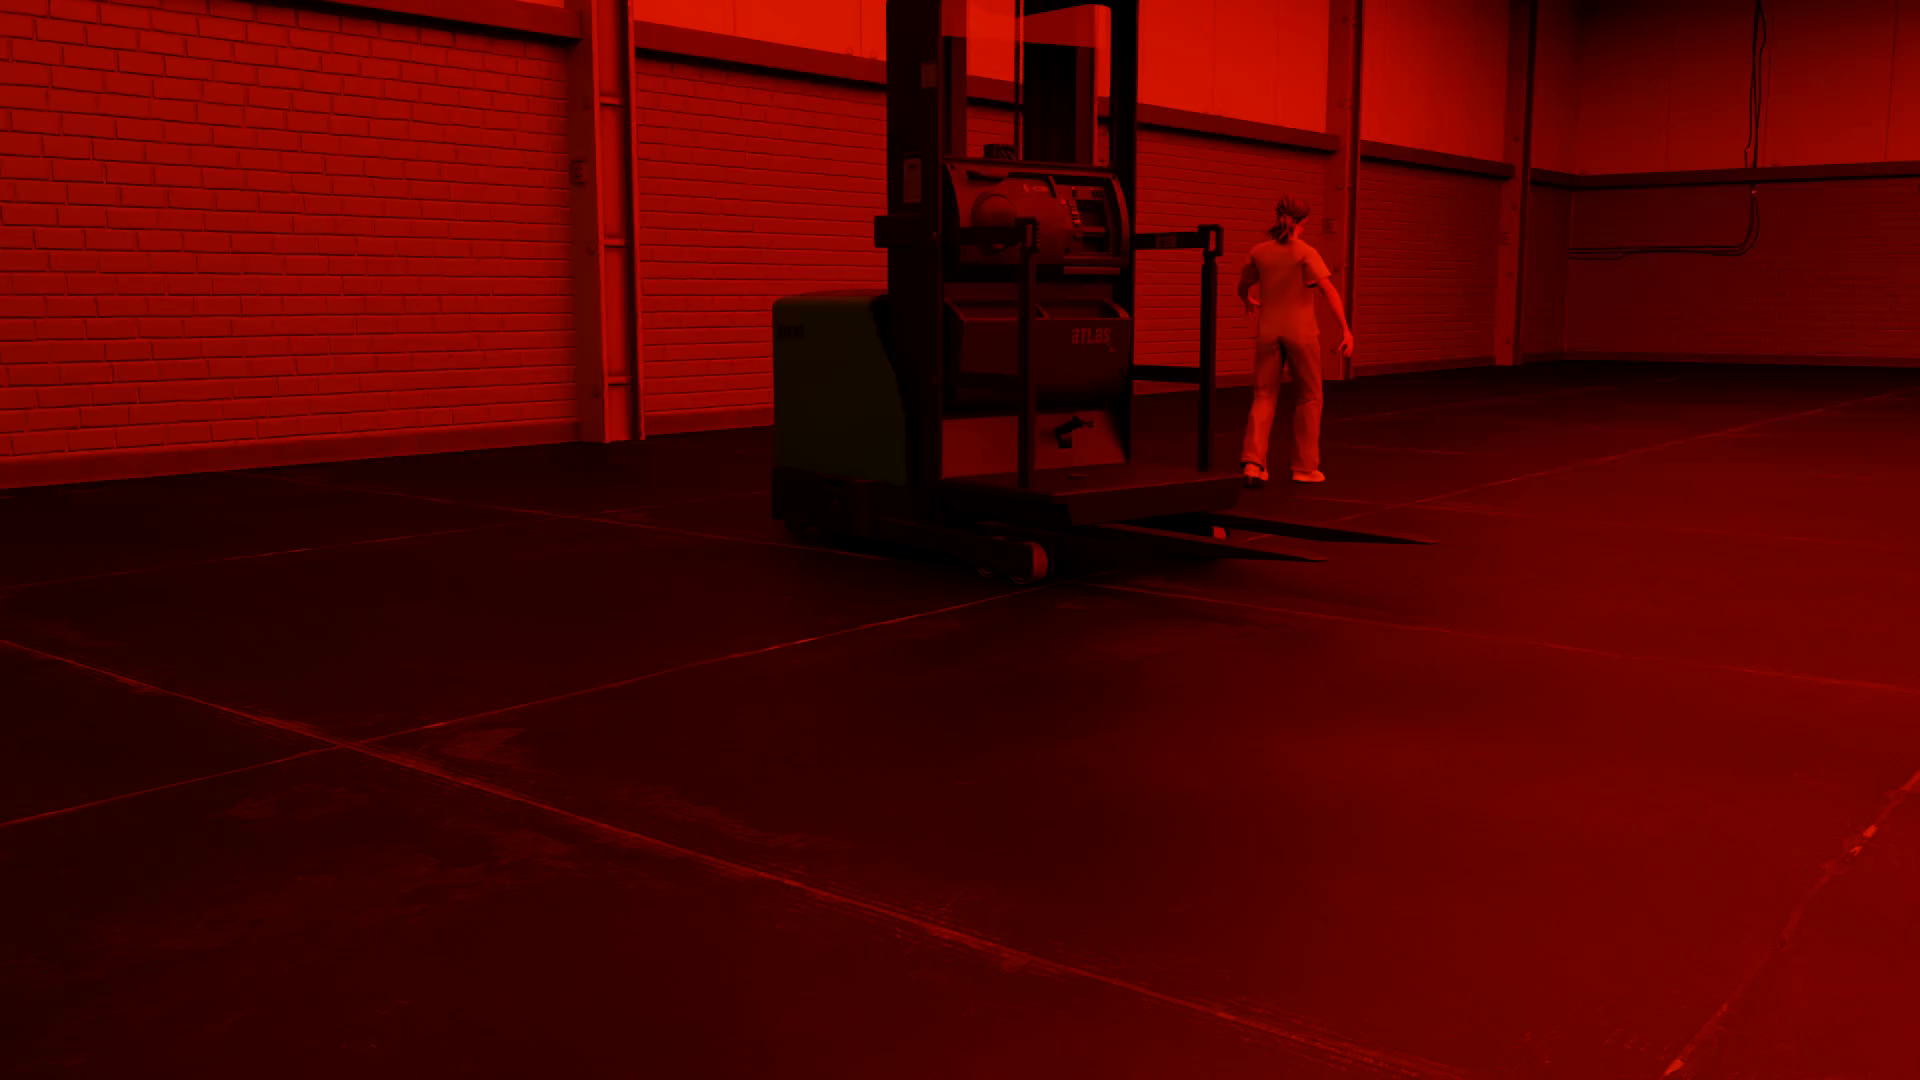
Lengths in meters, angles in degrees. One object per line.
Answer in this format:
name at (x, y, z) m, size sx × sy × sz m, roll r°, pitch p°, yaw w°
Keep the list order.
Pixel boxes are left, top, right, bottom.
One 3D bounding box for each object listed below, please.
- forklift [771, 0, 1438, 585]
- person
forklift at (0.462, -1.363, 6.598) m, size 1.130 × 2.935 × 3.031 m, roll -7°, pitch 11°, yaw -39°
person at (1.901, -1.138, 9.521) m, size 0.846 × 1.658 × 0.734 m, roll 6°, pitch 10°, yaw 34°
